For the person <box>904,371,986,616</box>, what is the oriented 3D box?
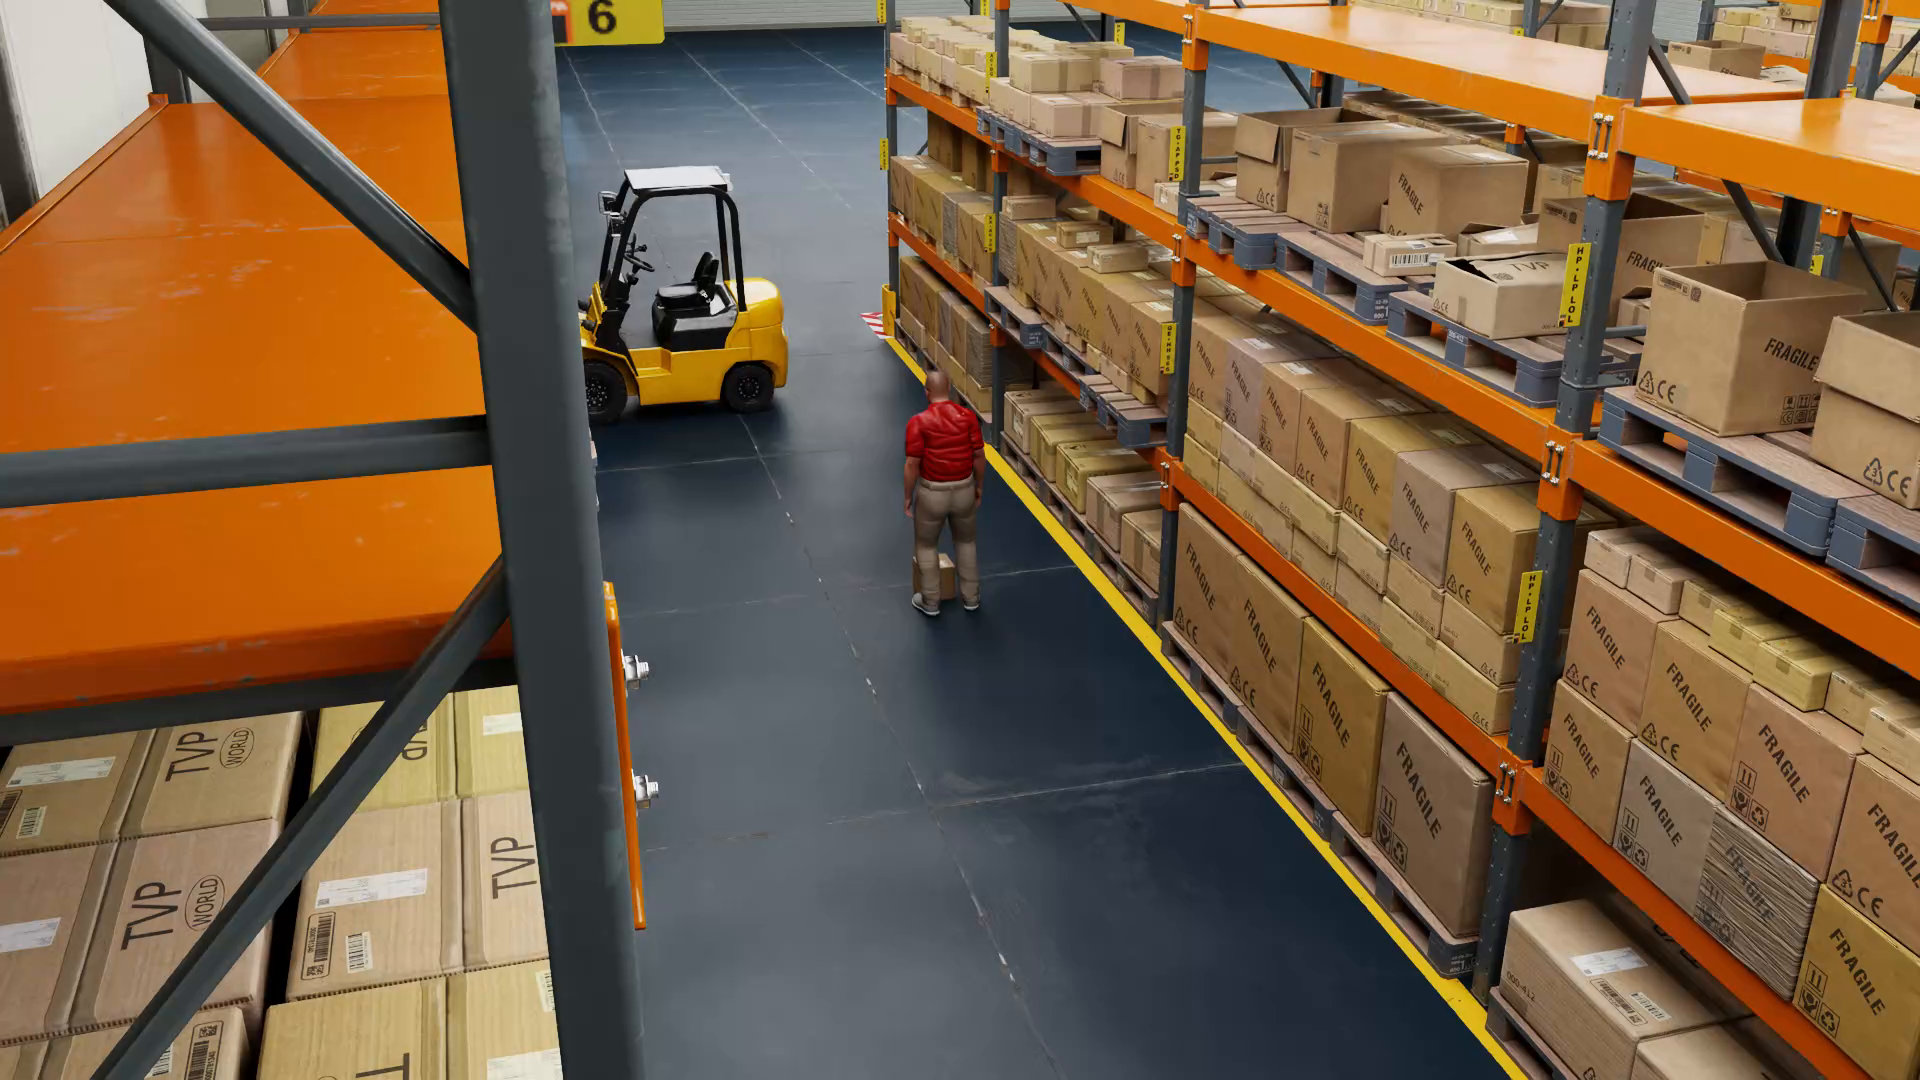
[{"bbox_3d":[-0.111,-0.315,11.431,0.589,1.725,0.392,-7,24,-17],"label":"person"}]
